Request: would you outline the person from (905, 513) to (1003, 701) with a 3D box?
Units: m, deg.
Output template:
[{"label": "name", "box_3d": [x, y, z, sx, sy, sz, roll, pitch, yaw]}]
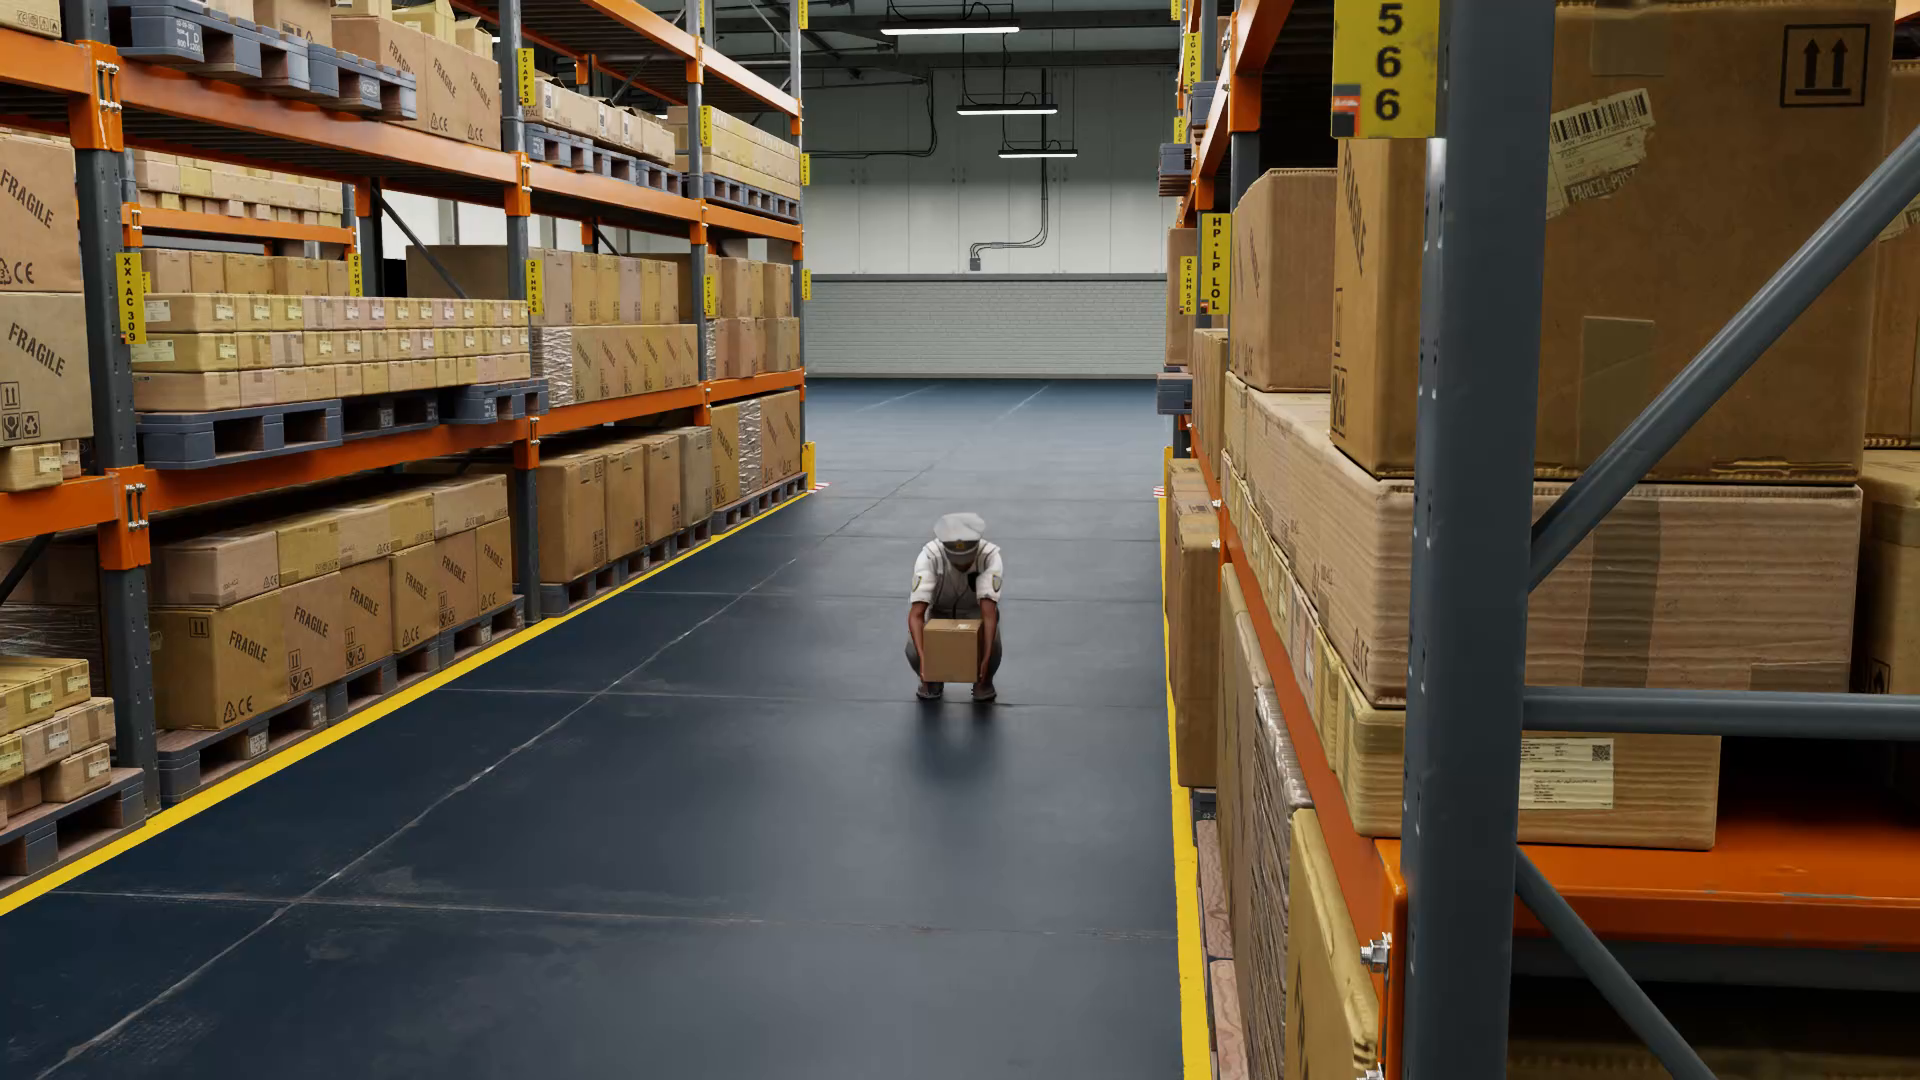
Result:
[{"label": "person", "box_3d": [-0.024, 0.327, 8.080, 0.473, 0.957, 0.875, 1, 8, 5]}]
